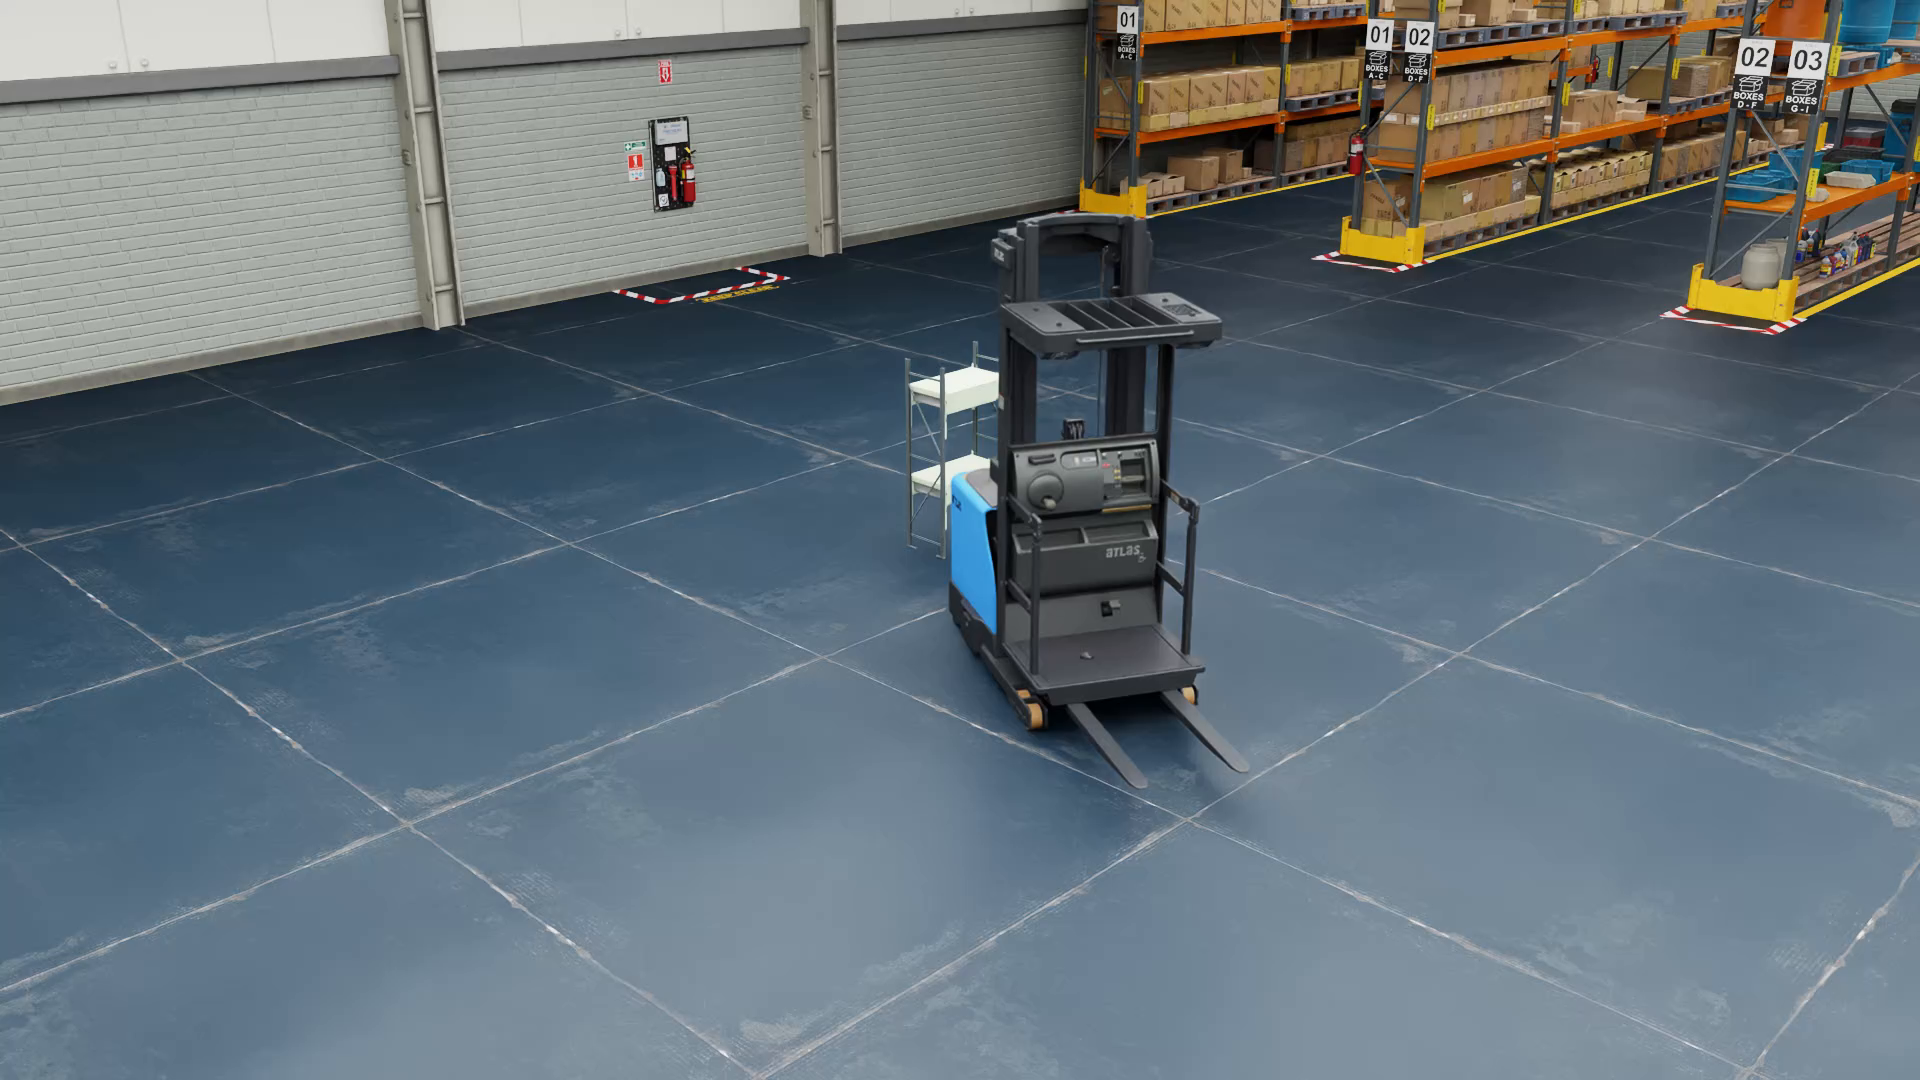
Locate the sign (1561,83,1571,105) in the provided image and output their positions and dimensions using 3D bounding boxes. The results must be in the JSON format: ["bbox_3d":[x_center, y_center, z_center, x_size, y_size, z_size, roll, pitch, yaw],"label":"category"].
[{"bbox_3d":[9.133,-6.721,25.063,0.100,0.325,0.005,19,28,41],"label":"sign"}]

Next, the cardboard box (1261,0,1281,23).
[{"bbox_3d":[5.006,-8.921,27.756,0.500,0.500,0.500,-19,28,-41],"label":"cardboard box"}]

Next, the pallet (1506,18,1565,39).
[{"bbox_3d":[8.158,-7.552,24.484,1.003,0.211,1.213,19,28,41],"label":"pallet"}]

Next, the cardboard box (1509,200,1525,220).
[{"bbox_3d":[8.212,-5.031,25.231,0.500,0.250,0.500,19,28,41],"label":"cardboard box"}]

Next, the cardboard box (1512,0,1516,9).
[{"bbox_3d":[7.818,-7.836,24.444,0.500,0.311,0.500,17,27,38],"label":"cardboard box"}]

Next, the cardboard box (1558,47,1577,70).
[{"bbox_3d":[12.706,-10.559,35.947,0.980,0.700,0.700,19,28,40],"label":"cardboard box"}]

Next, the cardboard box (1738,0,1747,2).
[{"bbox_3d":[13.911,-10.054,30.005,0.600,0.600,0.600,16,26,36],"label":"cardboard box"}]

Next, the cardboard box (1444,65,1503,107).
[{"bbox_3d":[7.379,-6.568,24.035,0.700,0.500,0.500,19,28,41],"label":"cardboard box"}]

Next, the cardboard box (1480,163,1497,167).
[{"bbox_3d":[7.844,-5.510,25.431,0.500,0.500,0.500,19,28,41],"label":"cardboard box"}]

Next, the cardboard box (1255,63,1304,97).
[{"bbox_3d":[5.562,-8.032,29.038,0.700,0.500,0.500,19,28,41],"label":"cardboard box"}]

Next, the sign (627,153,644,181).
[{"bbox_3d":[-4.136,-4.758,21.223,0.001,0.329,0.234,19,28,41],"label":"sign"}]

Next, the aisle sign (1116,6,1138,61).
[{"bbox_3d":[2.557,-7.749,25.431,0.394,0.787,0.004,19,28,41],"label":"aisle sign"}]

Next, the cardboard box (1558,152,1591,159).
[{"bbox_3d":[10.231,-6.292,27.730,0.500,0.311,0.500,18,28,39],"label":"cardboard box"}]

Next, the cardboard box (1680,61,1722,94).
[{"bbox_3d":[13.127,-8.248,29.628,0.700,0.500,0.500,12,24,27],"label":"cardboard box"}]

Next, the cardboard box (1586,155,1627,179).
[{"bbox_3d":[10.624,-6.161,27.387,0.500,0.311,0.500,19,28,40],"label":"cardboard box"}]

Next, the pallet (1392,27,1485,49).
[{"bbox_3d":[6.456,-6.925,22.852,1.003,0.211,1.213,19,28,41],"label":"pallet"}]

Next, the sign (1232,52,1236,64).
[{"bbox_3d":[4.783,-8.336,28.968,0.100,0.325,0.005,19,28,41],"label":"sign"}]

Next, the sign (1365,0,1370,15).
[{"bbox_3d":[5.565,-7.306,22.598,0.100,0.325,0.005,19,28,41],"label":"sign"}]

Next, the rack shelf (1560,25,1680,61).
[{"bbox_3d":[10.130,-7.997,26.522,1.077,0.370,4.000,19,28,41],"label":"rack shelf"}]

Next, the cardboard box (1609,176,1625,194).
[{"bbox_3d":[10.623,-5.901,27.494,0.500,0.250,0.500,-19,28,-41],"label":"cardboard box"}]

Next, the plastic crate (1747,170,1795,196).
[{"bbox_3d":[10.082,-4.449,20.677,0.499,0.251,0.408,19,28,41],"label":"plastic crate"}]

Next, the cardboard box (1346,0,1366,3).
[{"bbox_3d":[7.002,-9.833,30.125,0.637,0.503,0.797,-15,26,-35],"label":"cardboard box"}]

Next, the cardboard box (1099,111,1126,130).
[{"bbox_3d":[2.580,-6.737,26.603,0.500,0.250,0.500,-20,28,-41],"label":"cardboard box"}]

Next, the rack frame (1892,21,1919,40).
[{"bbox_3d":[12.281,-7.978,21.289,1.000,3.000,0.127,19,28,41],"label":"rack frame"}]

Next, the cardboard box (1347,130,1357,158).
[{"bbox_3d":[7.066,-7.423,31.077,0.700,0.500,0.500,19,28,41],"label":"cardboard box"}]

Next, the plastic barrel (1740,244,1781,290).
[{"bbox_3d":[9.895,-3.373,20.551,0.421,0.512,0.421,0,21,0],"label":"plastic barrel"}]

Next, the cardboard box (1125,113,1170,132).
[{"bbox_3d":[2.960,-6.615,26.284,0.500,0.250,0.500,18,28,39],"label":"cardboard box"}]

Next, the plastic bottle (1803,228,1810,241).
[{"bbox_3d":[11.421,-4.043,22.492,0.185,0.351,0.144,-19,28,-41],"label":"plastic bottle"}]

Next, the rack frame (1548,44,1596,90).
[{"bbox_3d":[13.554,-10.742,36.842,1.000,3.000,0.127,19,28,41],"label":"rack frame"}]

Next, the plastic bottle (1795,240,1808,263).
[{"bbox_3d":[11.116,-3.820,22.015,0.152,0.276,0.135,19,28,41],"label":"plastic bottle"}]

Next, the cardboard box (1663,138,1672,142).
[{"bbox_3d":[12.371,-6.918,29.762,0.500,0.500,0.500,18,27,39],"label":"cardboard box"}]

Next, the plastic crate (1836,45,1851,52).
[{"bbox_3d":[10.985,-6.142,20.987,0.336,0.188,0.450,19,28,41],"label":"plastic crate"}]

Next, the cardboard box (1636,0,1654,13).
[{"bbox_3d":[10.896,-8.703,26.979,0.500,0.250,0.500,-19,28,-41],"label":"cardboard box"}]

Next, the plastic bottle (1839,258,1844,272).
[{"bbox_3d":[11.357,-3.576,21.485,0.097,0.201,0.097,0,21,0],"label":"plastic bottle"}]

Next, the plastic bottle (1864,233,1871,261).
[{"bbox_3d":[12.038,-3.909,22.143,0.144,0.351,0.185,18,28,39],"label":"plastic bottle"}]

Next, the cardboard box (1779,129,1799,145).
[{"bbox_3d":[16.219,-7.987,32.893,0.500,0.250,0.500,19,28,41],"label":"cardboard box"}]

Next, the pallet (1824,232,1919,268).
[{"bbox_3d":[12.801,-4.088,23.416,1.003,0.211,1.213,19,28,41],"label":"pallet"}]

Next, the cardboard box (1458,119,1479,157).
[{"bbox_3d":[6.992,-5.816,23.887,0.700,0.500,0.500,19,28,41],"label":"cardboard box"}]

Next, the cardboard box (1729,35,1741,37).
[{"bbox_3d":[14.838,-9.316,31.597,0.500,0.500,0.500,19,28,40],"label":"cardboard box"}]

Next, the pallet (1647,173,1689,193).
[{"bbox_3d":[12.073,-6.328,29.243,1.003,0.211,1.213,19,28,41],"label":"pallet"}]

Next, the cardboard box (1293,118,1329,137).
[{"bbox_3d":[6.349,-7.488,30.202,0.500,0.250,0.500,18,28,39],"label":"cardboard box"}]

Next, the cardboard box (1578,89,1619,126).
[{"bbox_3d":[10.366,-7.058,27.118,0.500,0.500,0.500,17,27,38],"label":"cardboard box"}]

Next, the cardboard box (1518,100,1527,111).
[{"bbox_3d":[8.161,-6.446,24.620,0.380,0.149,0.250,19,28,41],"label":"cardboard box"}]

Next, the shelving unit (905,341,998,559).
[{"bbox_3d":[-0.005,-0.698,12.801,0.431,1.500,0.755,19,28,41],"label":"shelving unit"}]

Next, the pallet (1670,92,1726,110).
[{"bbox_3d":[12.878,-7.858,29.606,1.003,0.211,1.213,19,28,41],"label":"pallet"}]

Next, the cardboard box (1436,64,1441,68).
[{"bbox_3d":[8.867,-9.074,31.919,0.500,0.500,0.500,-19,28,-40],"label":"cardboard box"}]

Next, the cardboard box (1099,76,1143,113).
[{"bbox_3d":[2.569,-7.093,26.484,0.500,0.500,0.500,19,28,40],"label":"cardboard box"}]

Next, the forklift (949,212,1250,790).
[{"bbox_3d":[0.839,-0.373,9.960,1.130,2.935,3.031,-6,22,-16],"label":"forklift"}]

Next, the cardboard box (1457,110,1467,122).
[{"bbox_3d":[6.907,-5.984,23.418,0.380,0.149,0.250,19,28,40],"label":"cardboard box"}]

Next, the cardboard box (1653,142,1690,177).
[{"bbox_3d":[12.408,-6.667,29.110,0.500,0.500,0.500,18,27,39],"label":"cardboard box"}]

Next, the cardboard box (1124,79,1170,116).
[{"bbox_3d":[2.941,-6.966,26.154,0.500,0.500,0.500,19,28,41],"label":"cardboard box"}]

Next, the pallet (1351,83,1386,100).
[{"bbox_3d":[7.552,-8.386,30.980,1.213,0.211,1.003,19,28,41],"label":"pallet"}]

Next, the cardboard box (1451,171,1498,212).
[{"bbox_3d":[7.526,-5.120,24.417,0.500,0.500,0.500,19,28,41],"label":"cardboard box"}]

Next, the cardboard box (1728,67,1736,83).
[{"bbox_3d":[14.480,-8.714,31.427,0.500,0.500,0.500,-20,28,-41],"label":"cardboard box"}]

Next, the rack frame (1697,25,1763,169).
[{"bbox_3d":[14.315,-8.475,30.944,1.000,3.000,0.127,19,28,41],"label":"rack frame"}]

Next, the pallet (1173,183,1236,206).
[{"bbox_3d":[3.888,-5.859,28.025,1.003,0.211,1.213,19,28,41],"label":"pallet"}]

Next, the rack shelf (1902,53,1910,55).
[{"bbox_3d":[13.676,-6.756,23.294,1.077,0.370,4.000,19,28,41],"label":"rack shelf"}]
